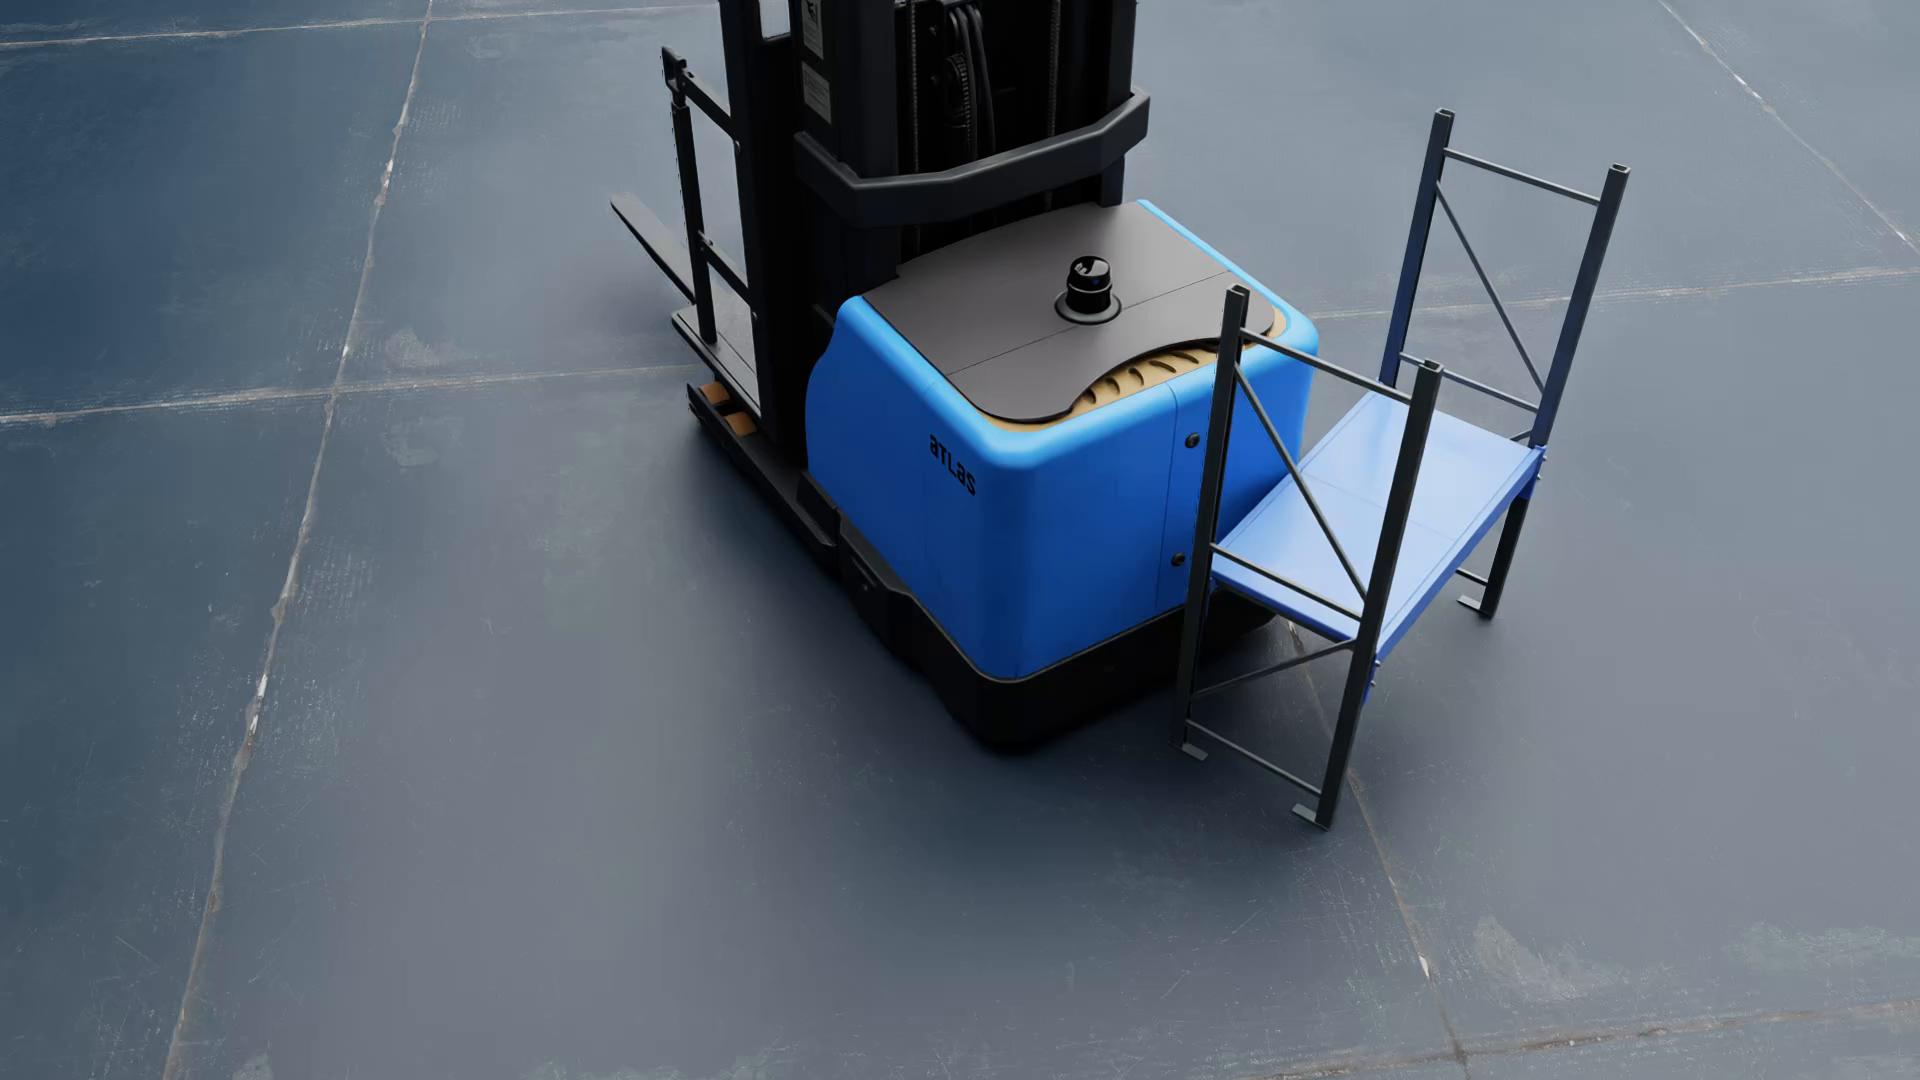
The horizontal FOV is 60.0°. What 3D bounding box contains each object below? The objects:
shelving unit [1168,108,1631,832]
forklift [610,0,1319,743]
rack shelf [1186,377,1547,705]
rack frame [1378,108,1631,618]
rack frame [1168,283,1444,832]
[{"bbox_3d":[1.097,-0.164,4.312,0.538,1.500,1.048,28,49,27],"label":"shelving unit"},{"bbox_3d":[-0.261,-1.501,4.726,1.130,2.935,3.031,-23,47,-23],"label":"forklift"},{"bbox_3d":[1.097,-0.031,4.432,0.538,0.185,1.000,28,49,27],"label":"rack shelf"},{"bbox_3d":[1.409,-0.433,4.610,0.500,1.500,0.032,28,49,27],"label":"rack frame"},{"bbox_3d":[0.785,0.105,4.013,0.500,1.500,0.032,28,49,27],"label":"rack frame"}]
